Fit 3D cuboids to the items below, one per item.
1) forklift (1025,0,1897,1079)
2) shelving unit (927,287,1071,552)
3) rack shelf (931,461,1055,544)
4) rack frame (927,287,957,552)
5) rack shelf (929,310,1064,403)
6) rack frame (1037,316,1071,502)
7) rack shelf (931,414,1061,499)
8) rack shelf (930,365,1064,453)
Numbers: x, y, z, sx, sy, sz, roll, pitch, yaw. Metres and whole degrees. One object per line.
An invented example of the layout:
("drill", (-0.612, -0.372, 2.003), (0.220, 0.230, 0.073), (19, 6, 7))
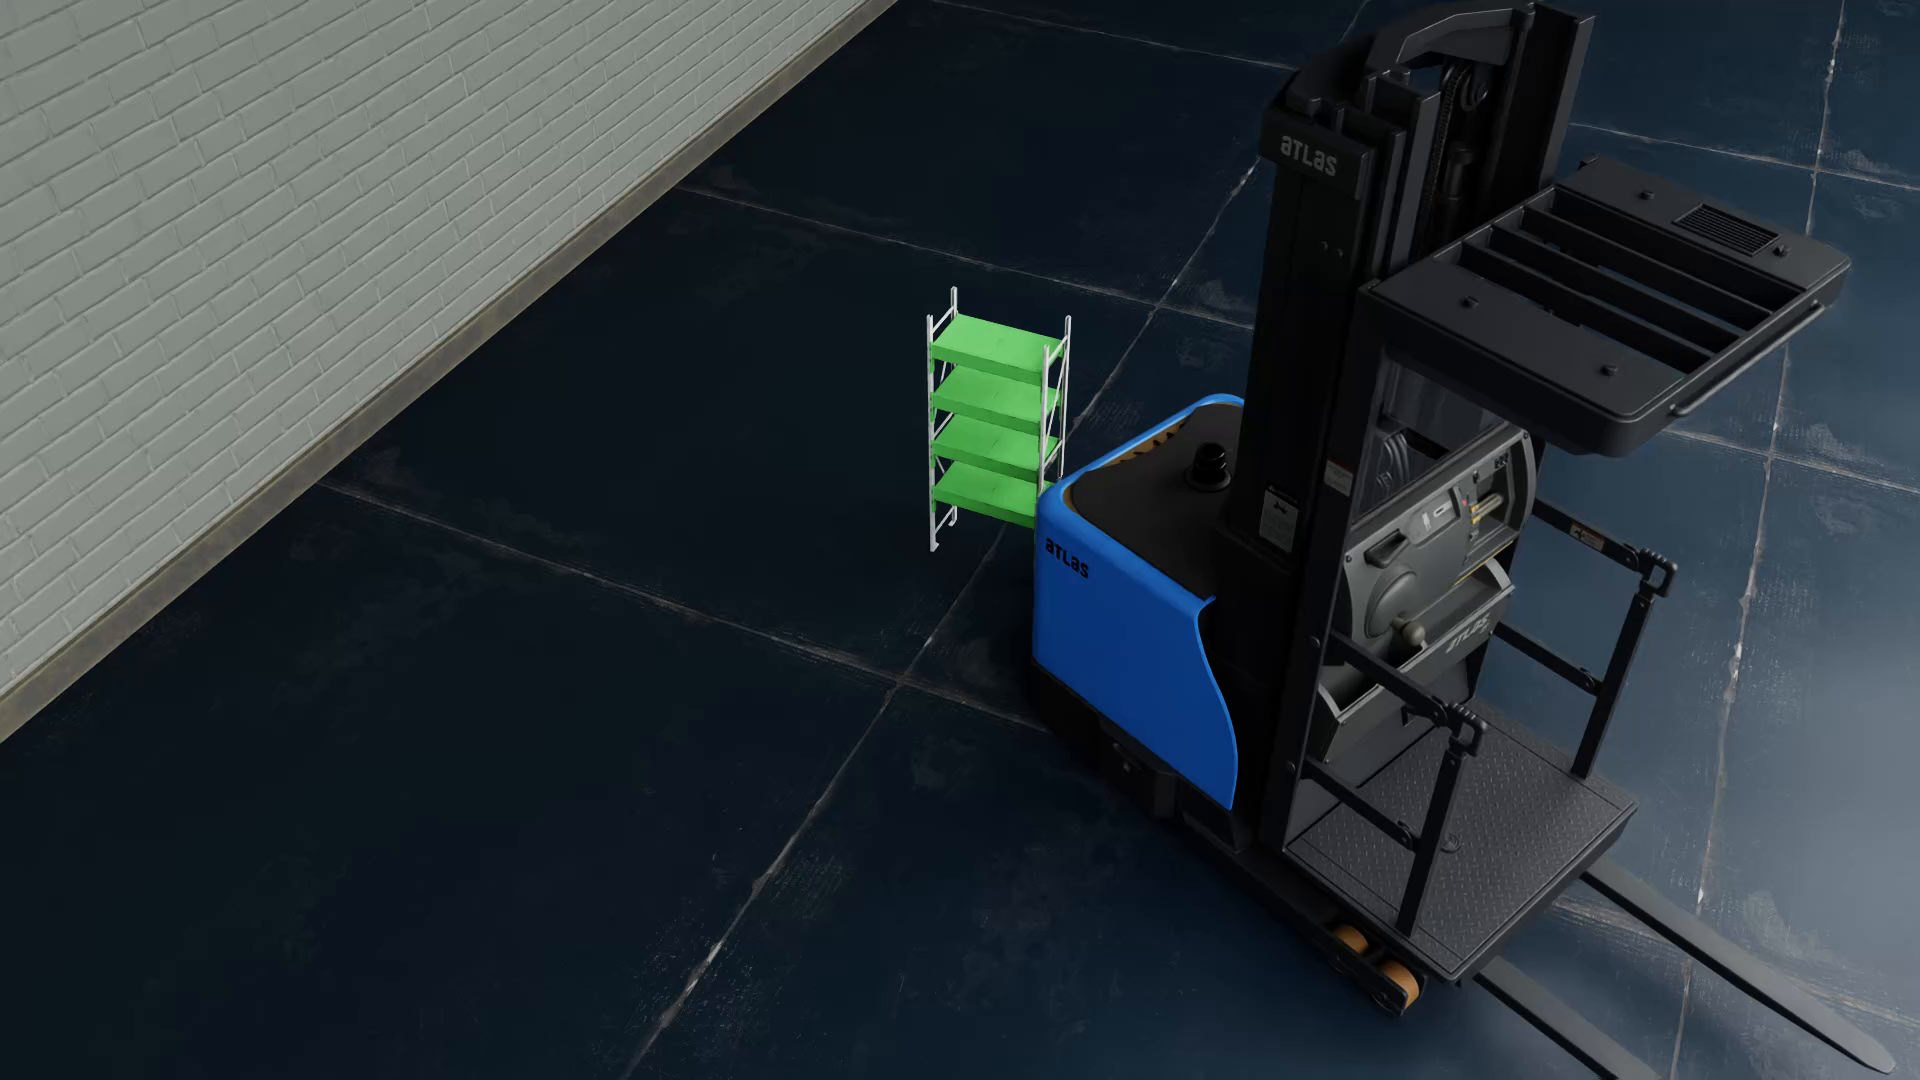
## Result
("forklift", (1.606, 0.058, 4.945), (1.130, 2.935, 3.031), (-30, 49, -30))
("shelving unit", (0.150, -0.408, 6.804), (0.503, 1.200, 0.258), (17, 44, 19))
("rack shelf", (0.150, -0.178, 7.003), (0.480, 0.148, 0.258), (17, 44, 19))
("rack frame", (-0.071, -0.475, 6.882), (0.015, 1.200, 0.240), (17, 44, 19))
("rack shelf", (0.150, -0.722, 6.532), (0.480, 0.148, 0.258), (17, 44, 19))
("rack frame", (0.371, -0.340, 6.726), (0.015, 1.200, 0.240), (17, 44, 19))
("rack shelf", (0.150, -0.359, 6.846), (0.480, 0.148, 0.258), (17, 44, 19))
("rack shelf", (0.150, -0.541, 6.689), (0.480, 0.148, 0.258), (17, 44, 19))
